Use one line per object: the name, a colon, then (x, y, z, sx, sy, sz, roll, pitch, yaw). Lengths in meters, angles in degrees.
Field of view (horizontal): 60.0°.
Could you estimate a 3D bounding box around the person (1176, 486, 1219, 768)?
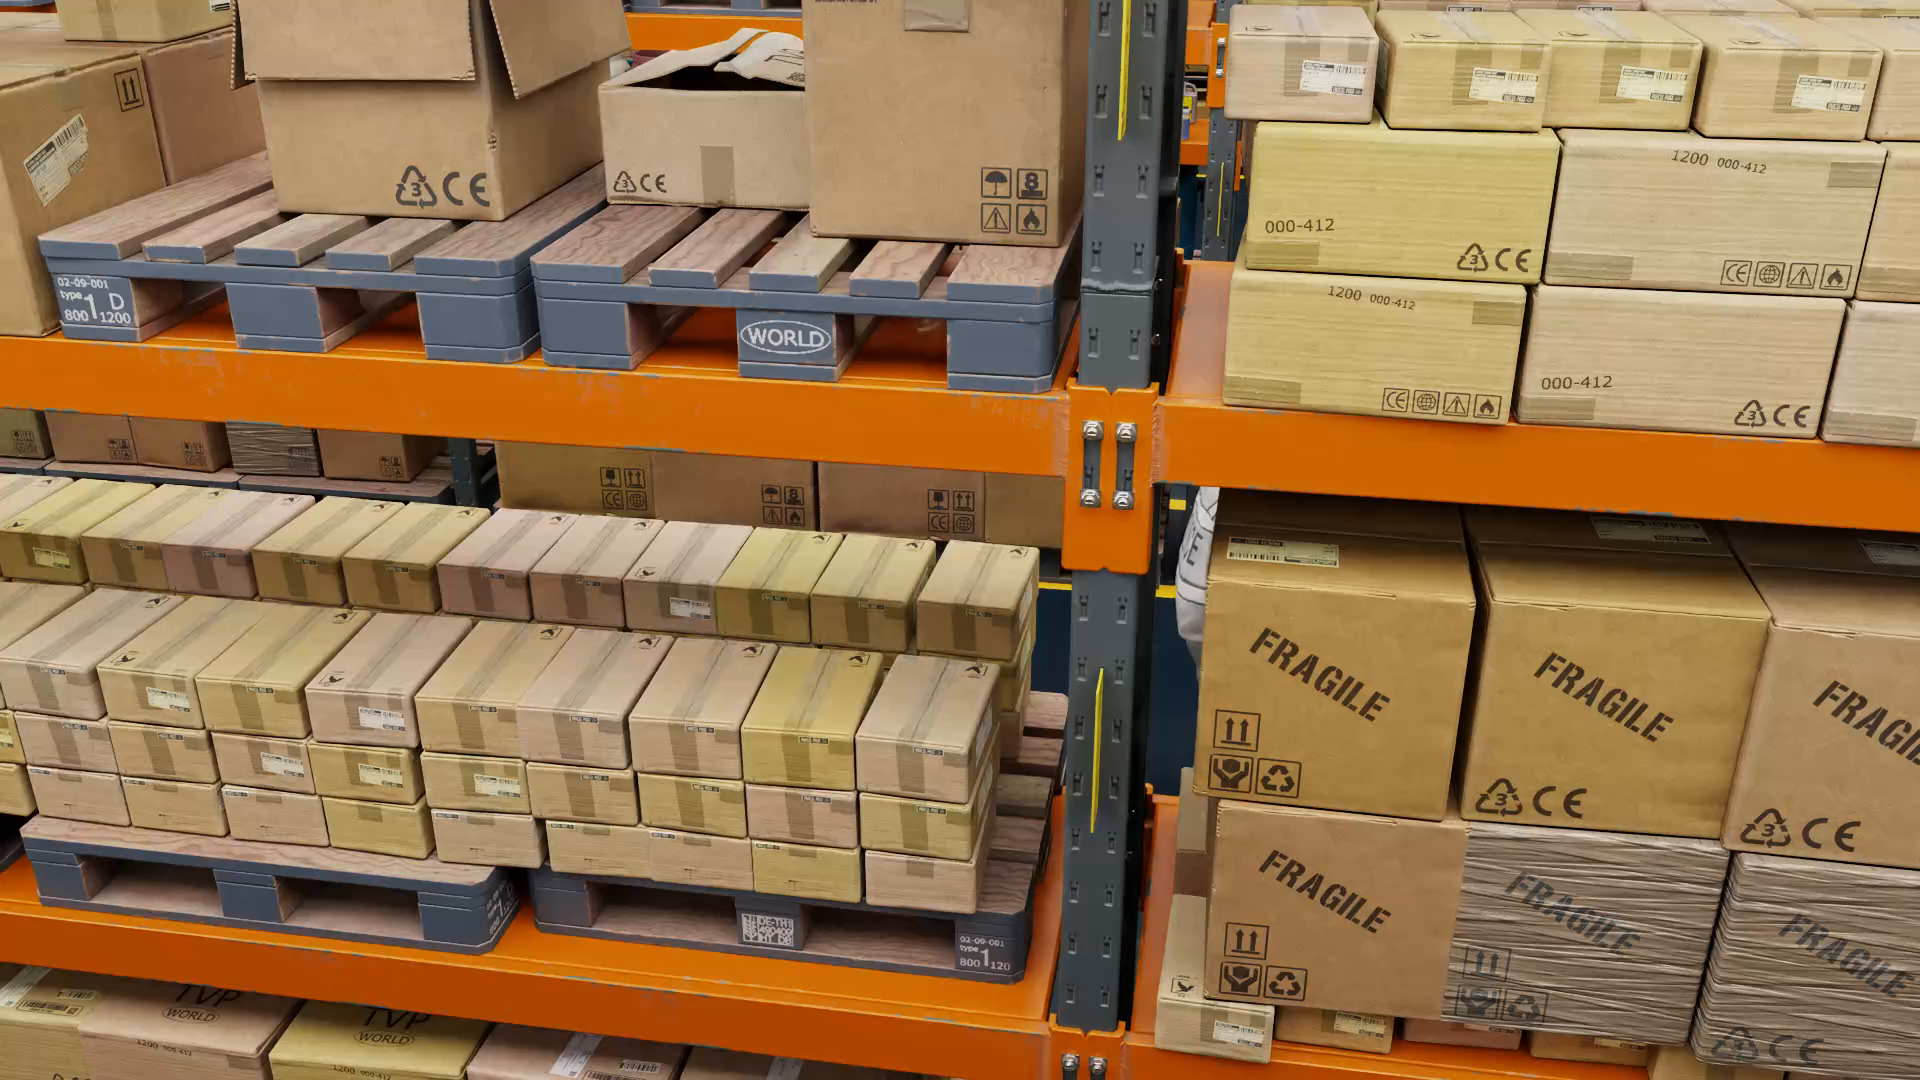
person: (1.045, 0.313, 6.417, 0.435, 1.748, 0.606, 3, 25, 5)
